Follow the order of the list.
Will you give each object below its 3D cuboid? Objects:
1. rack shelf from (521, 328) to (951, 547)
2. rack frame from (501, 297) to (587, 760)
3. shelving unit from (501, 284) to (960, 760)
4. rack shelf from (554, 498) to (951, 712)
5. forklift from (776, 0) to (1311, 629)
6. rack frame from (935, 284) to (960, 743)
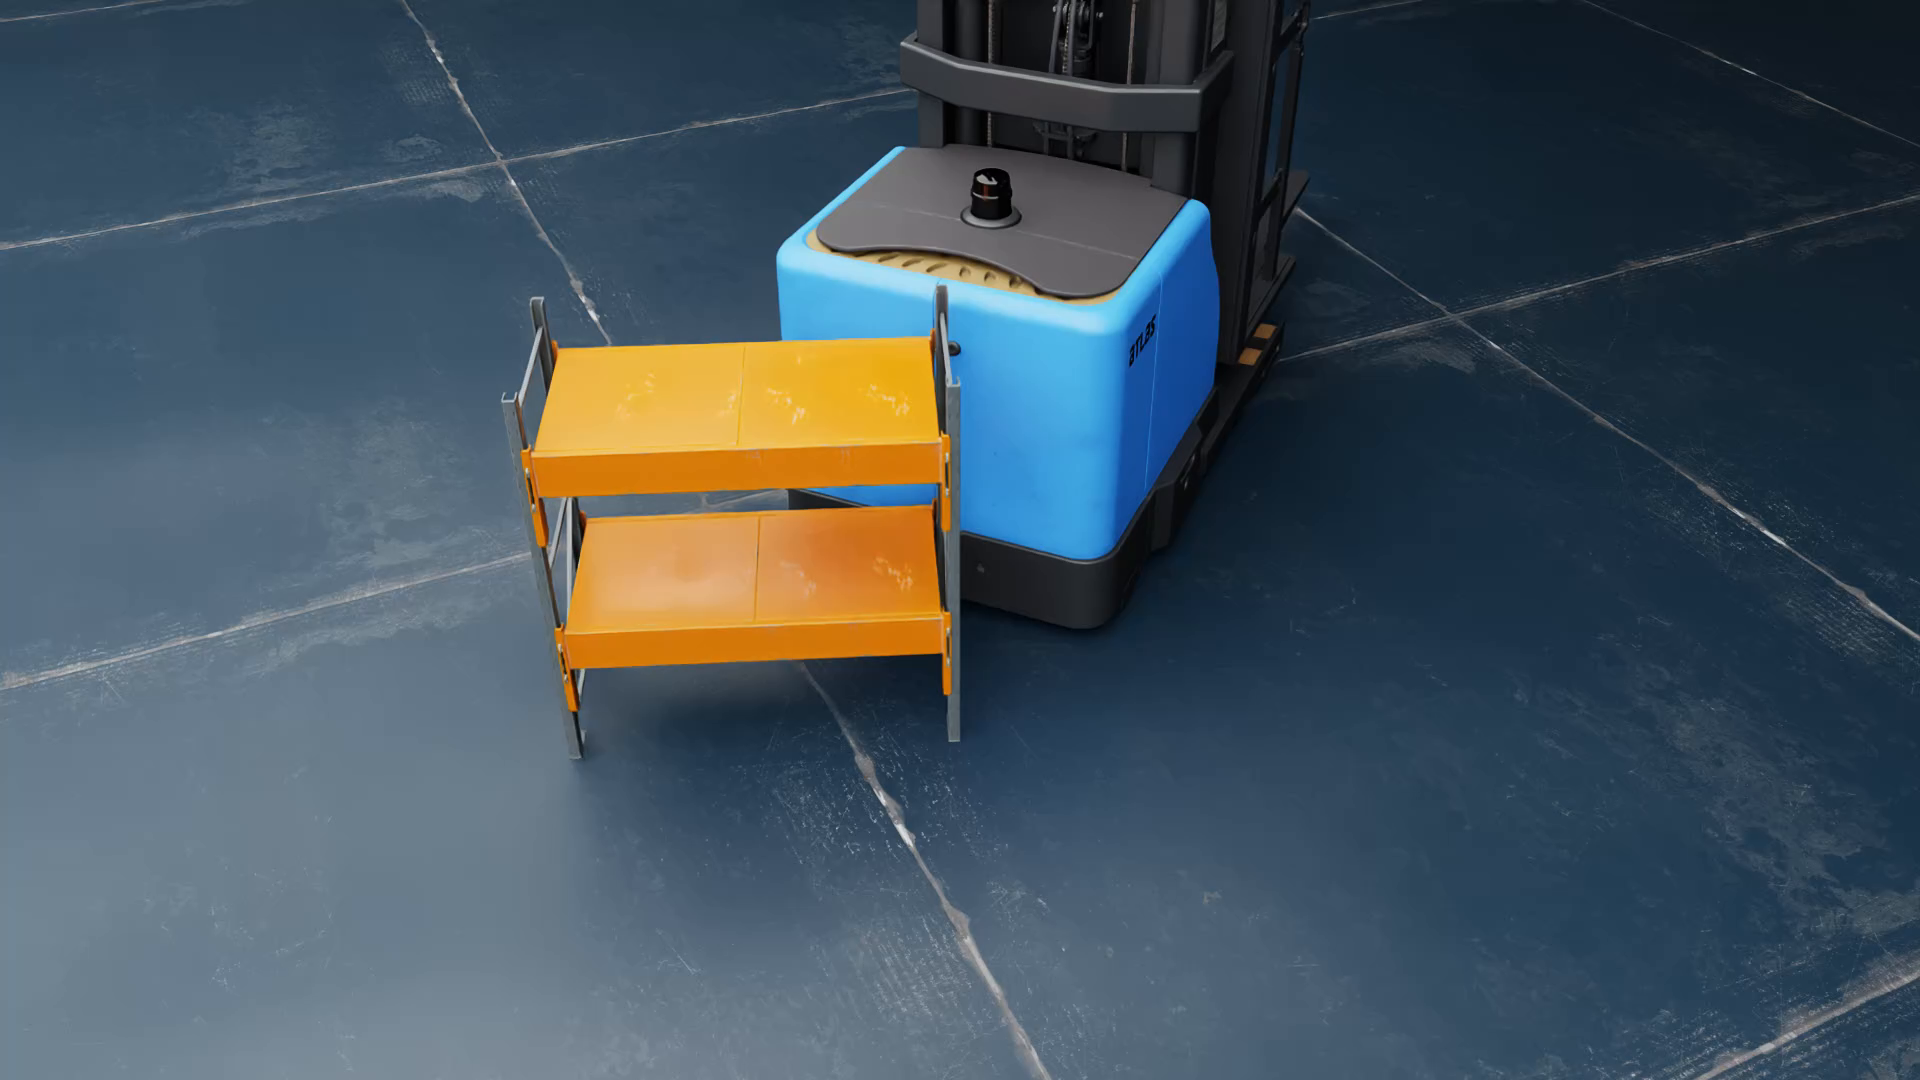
[{"bbox_3d":[-0.539,-0.266,4.174,1.000,0.278,0.538,-2,37,-3],"label":"rack shelf"},{"bbox_3d":[-1.046,-0.011,4.321,0.032,1.125,0.500,-2,37,-3],"label":"rack frame"},{"bbox_3d":[-0.539,-0.031,4.348,1.048,1.125,0.538,-2,37,-3],"label":"shelving unit"},{"bbox_3d":[-0.539,0.165,4.494,1.000,0.278,0.538,-2,37,-3],"label":"rack shelf"},{"bbox_3d":[0.538,-1.793,5.207,1.130,2.935,3.031,15,39,19],"label":"forklift"},{"bbox_3d":[-0.031,-0.051,4.375,0.032,1.125,0.500,-2,37,-3],"label":"rack frame"}]
